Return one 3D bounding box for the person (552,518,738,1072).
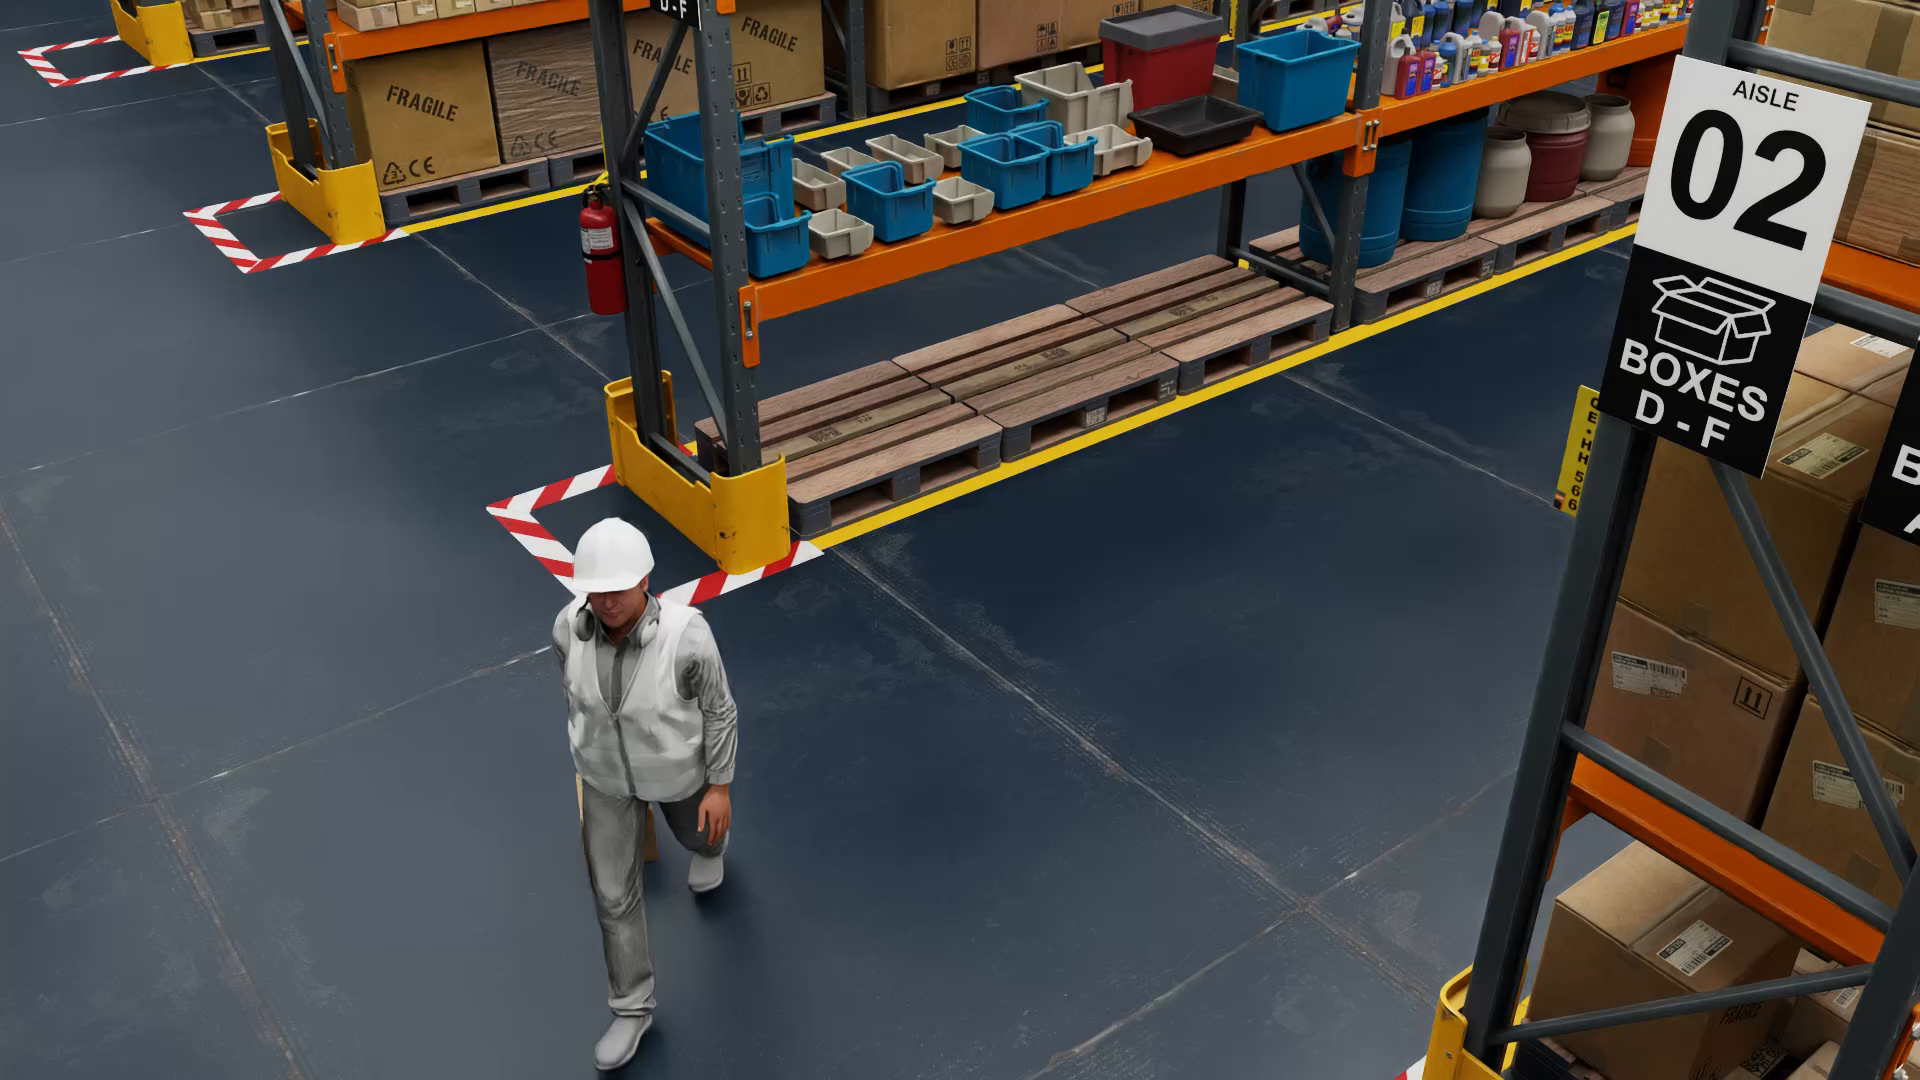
[{"bbox_3d":[-0.931,0.667,5.065,0.559,1.727,1.055,2,32,3],"label":"person"}]
